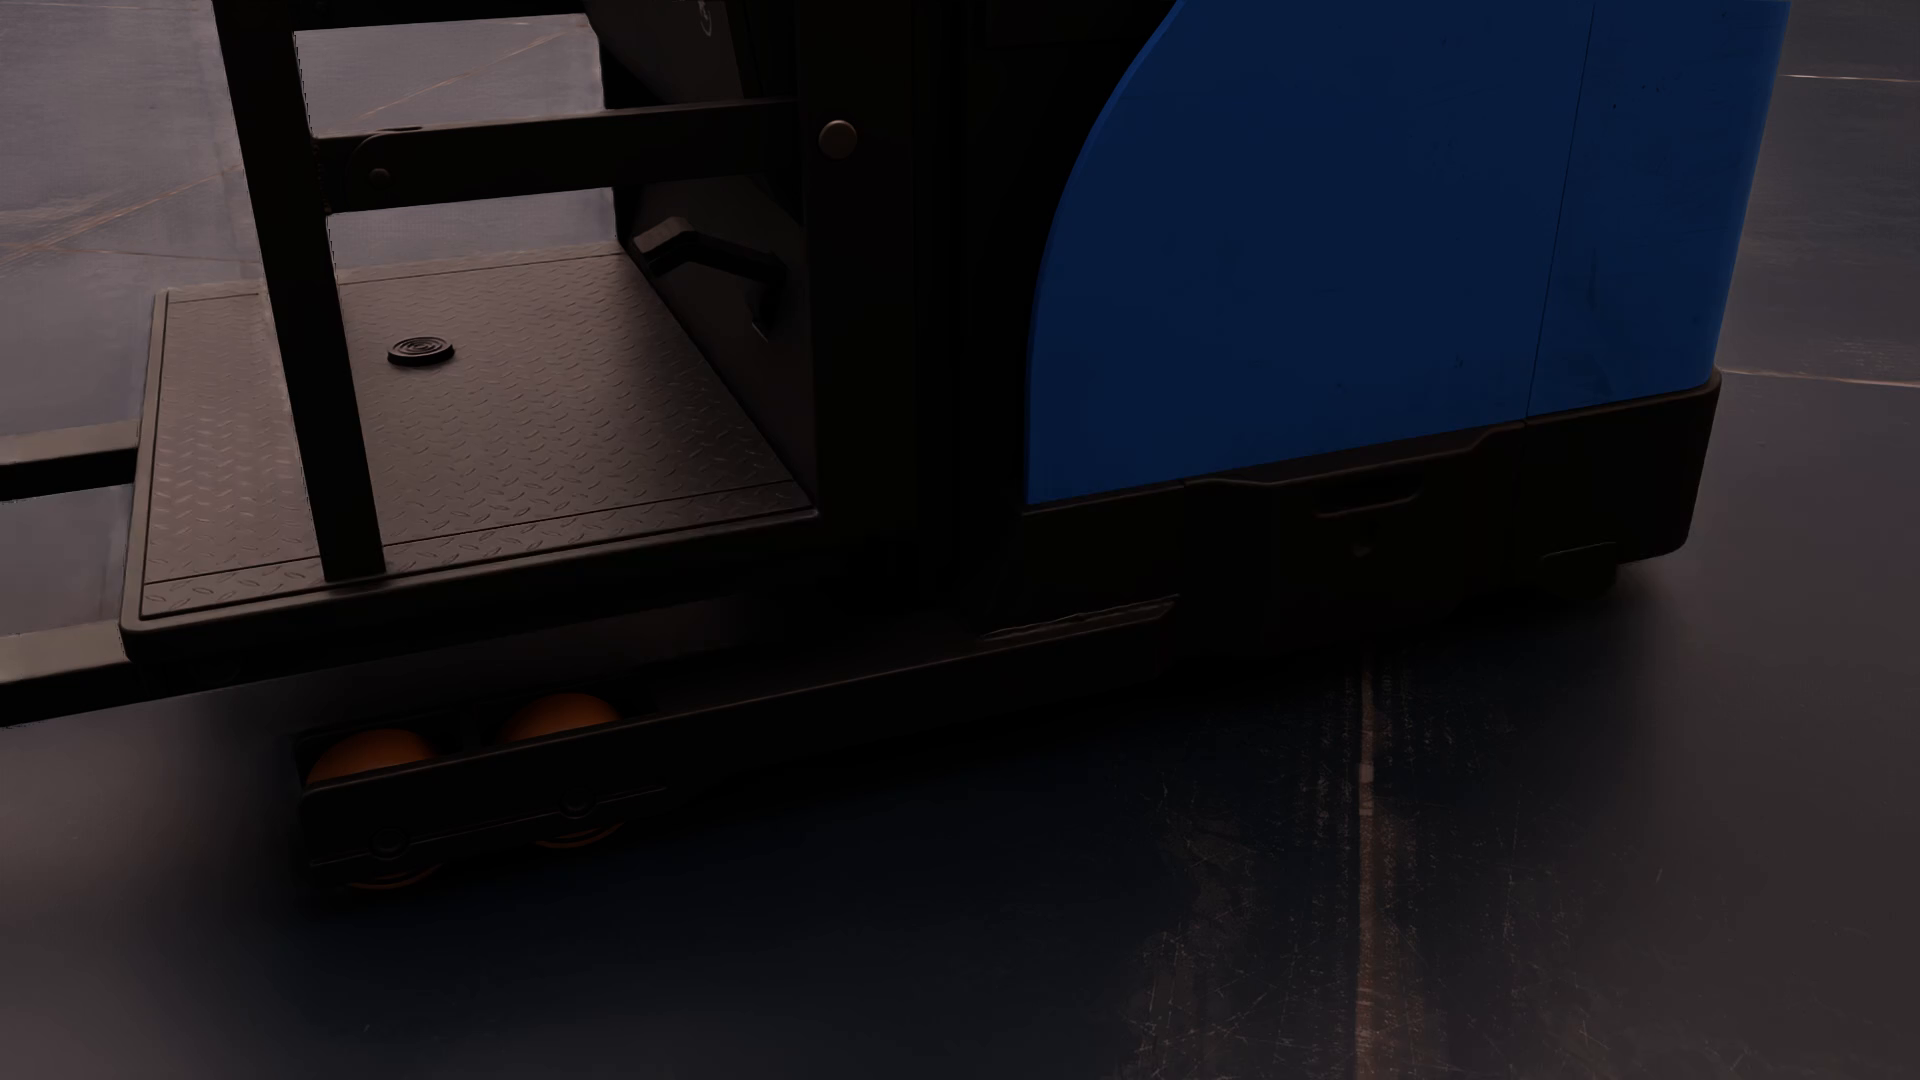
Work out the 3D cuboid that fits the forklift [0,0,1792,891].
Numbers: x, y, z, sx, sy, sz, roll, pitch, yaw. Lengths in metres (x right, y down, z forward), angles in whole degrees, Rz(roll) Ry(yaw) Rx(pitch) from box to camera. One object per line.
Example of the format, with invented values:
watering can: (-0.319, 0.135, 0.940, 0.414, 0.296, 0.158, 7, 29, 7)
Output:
forklift: (-0.534, -1.208, 1.640, 3.031, 2.935, 1.130, -10, 29, -19)
